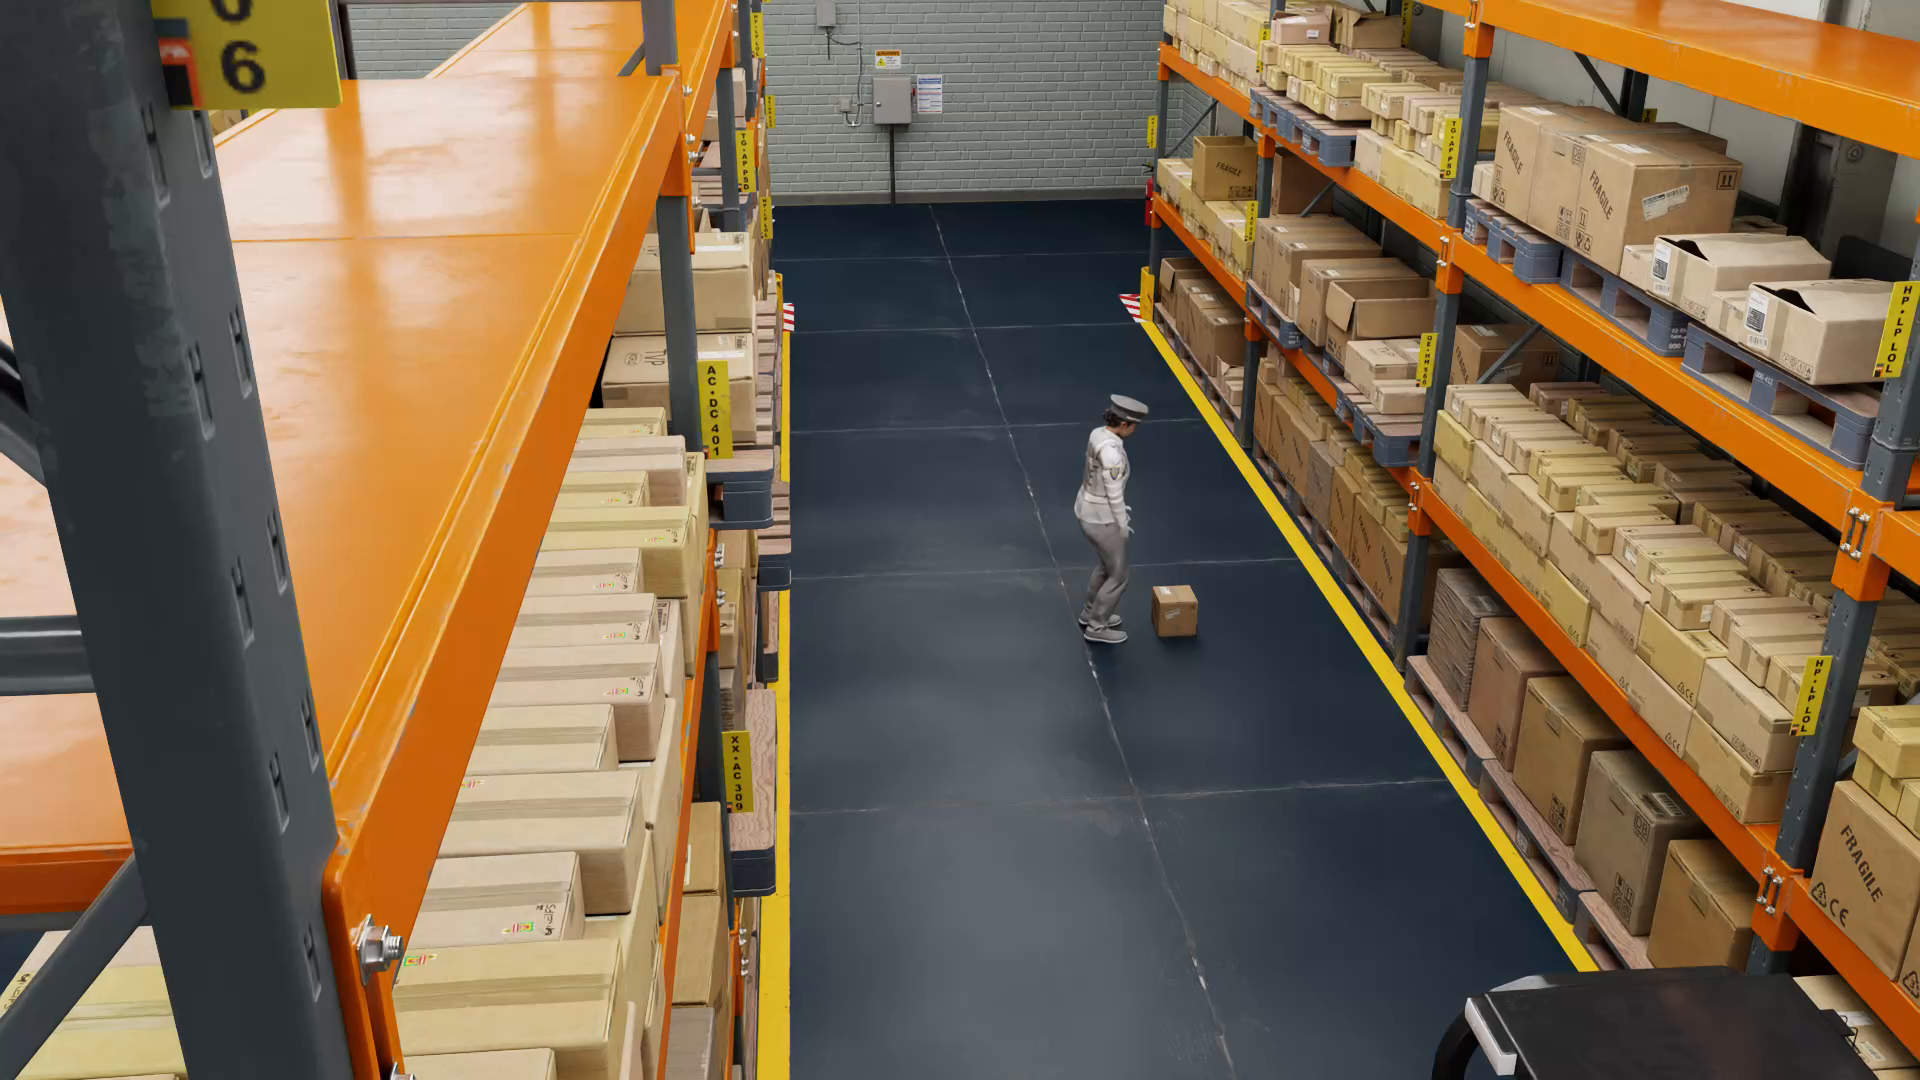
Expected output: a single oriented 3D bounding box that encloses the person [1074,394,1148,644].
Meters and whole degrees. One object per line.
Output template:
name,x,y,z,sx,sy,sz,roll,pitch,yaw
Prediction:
person,0.959,-0.145,10.696,0.442,1.626,0.500,-2,24,-4
